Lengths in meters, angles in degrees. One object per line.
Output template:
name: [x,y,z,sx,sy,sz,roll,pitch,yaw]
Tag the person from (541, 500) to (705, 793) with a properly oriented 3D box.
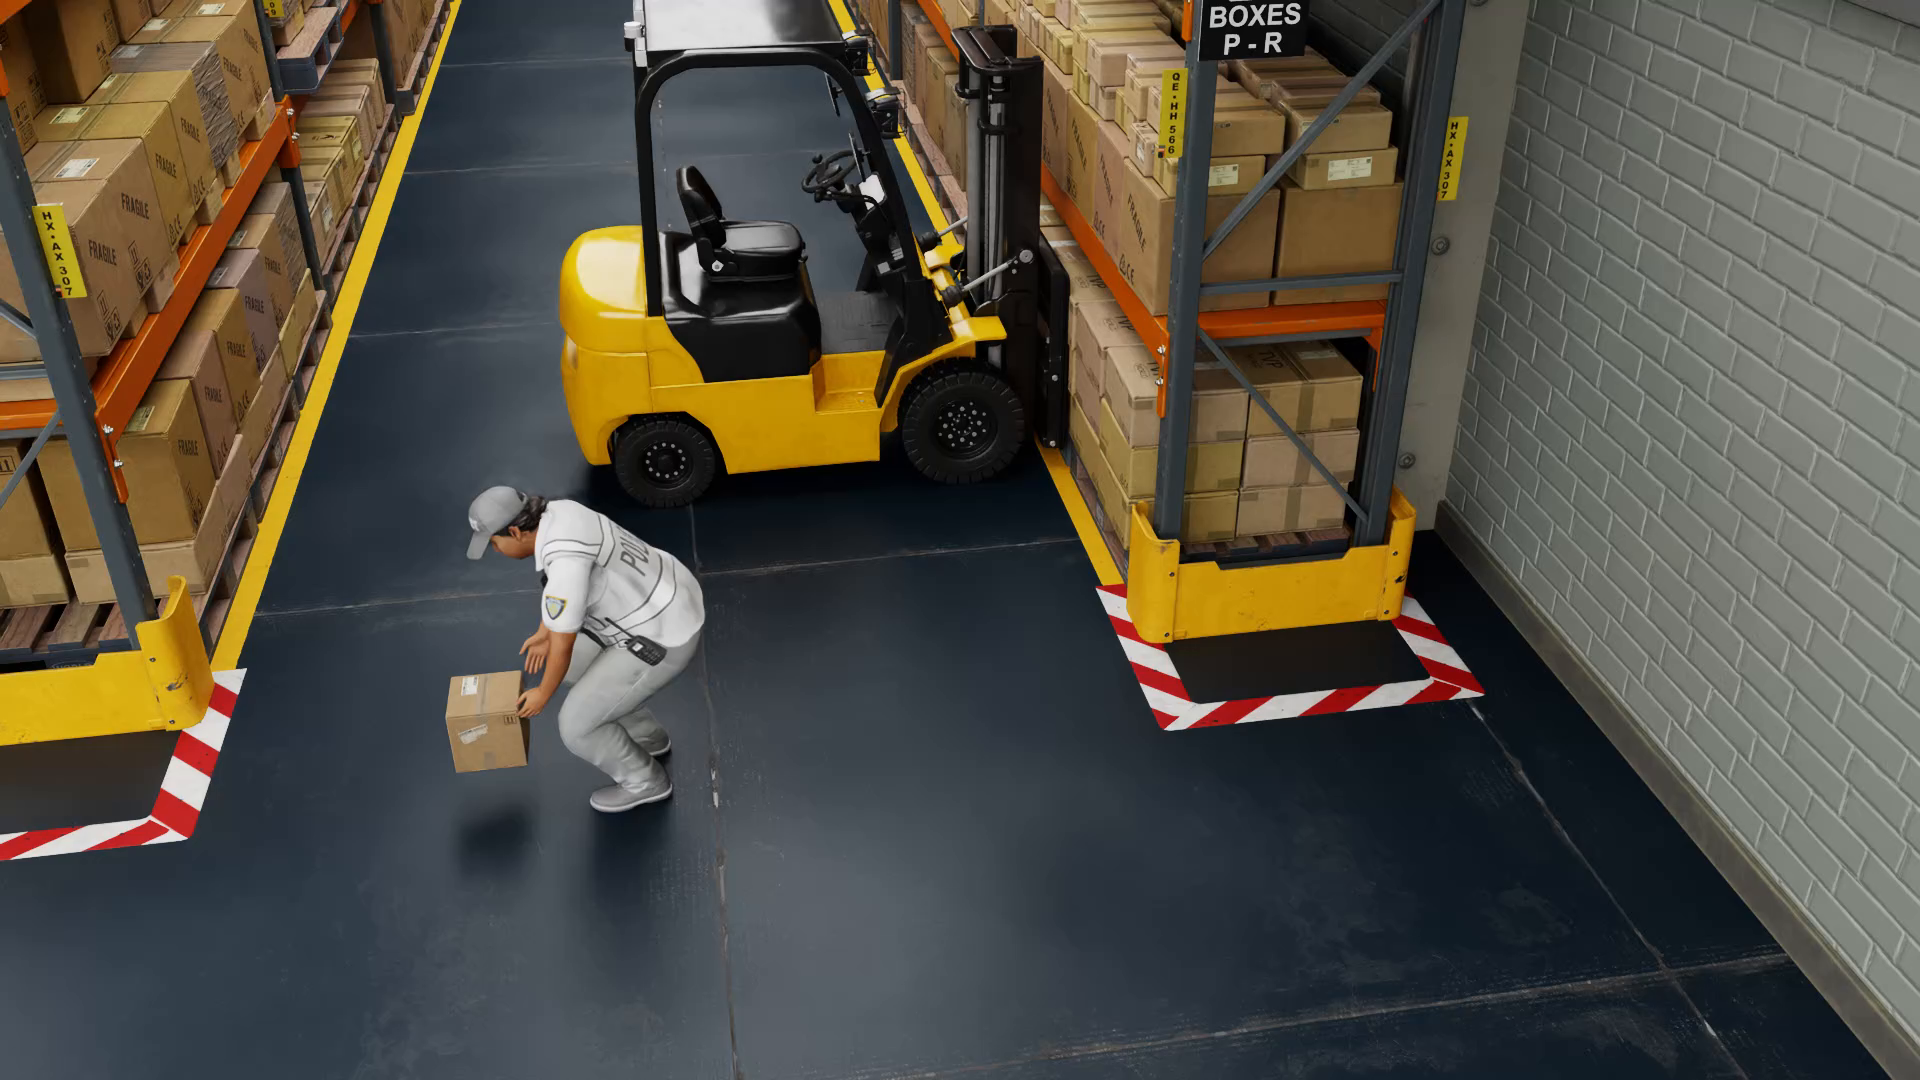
person: [-1.180,0.362,5.942,0.549,1.126,0.494,-5,31,-9]
